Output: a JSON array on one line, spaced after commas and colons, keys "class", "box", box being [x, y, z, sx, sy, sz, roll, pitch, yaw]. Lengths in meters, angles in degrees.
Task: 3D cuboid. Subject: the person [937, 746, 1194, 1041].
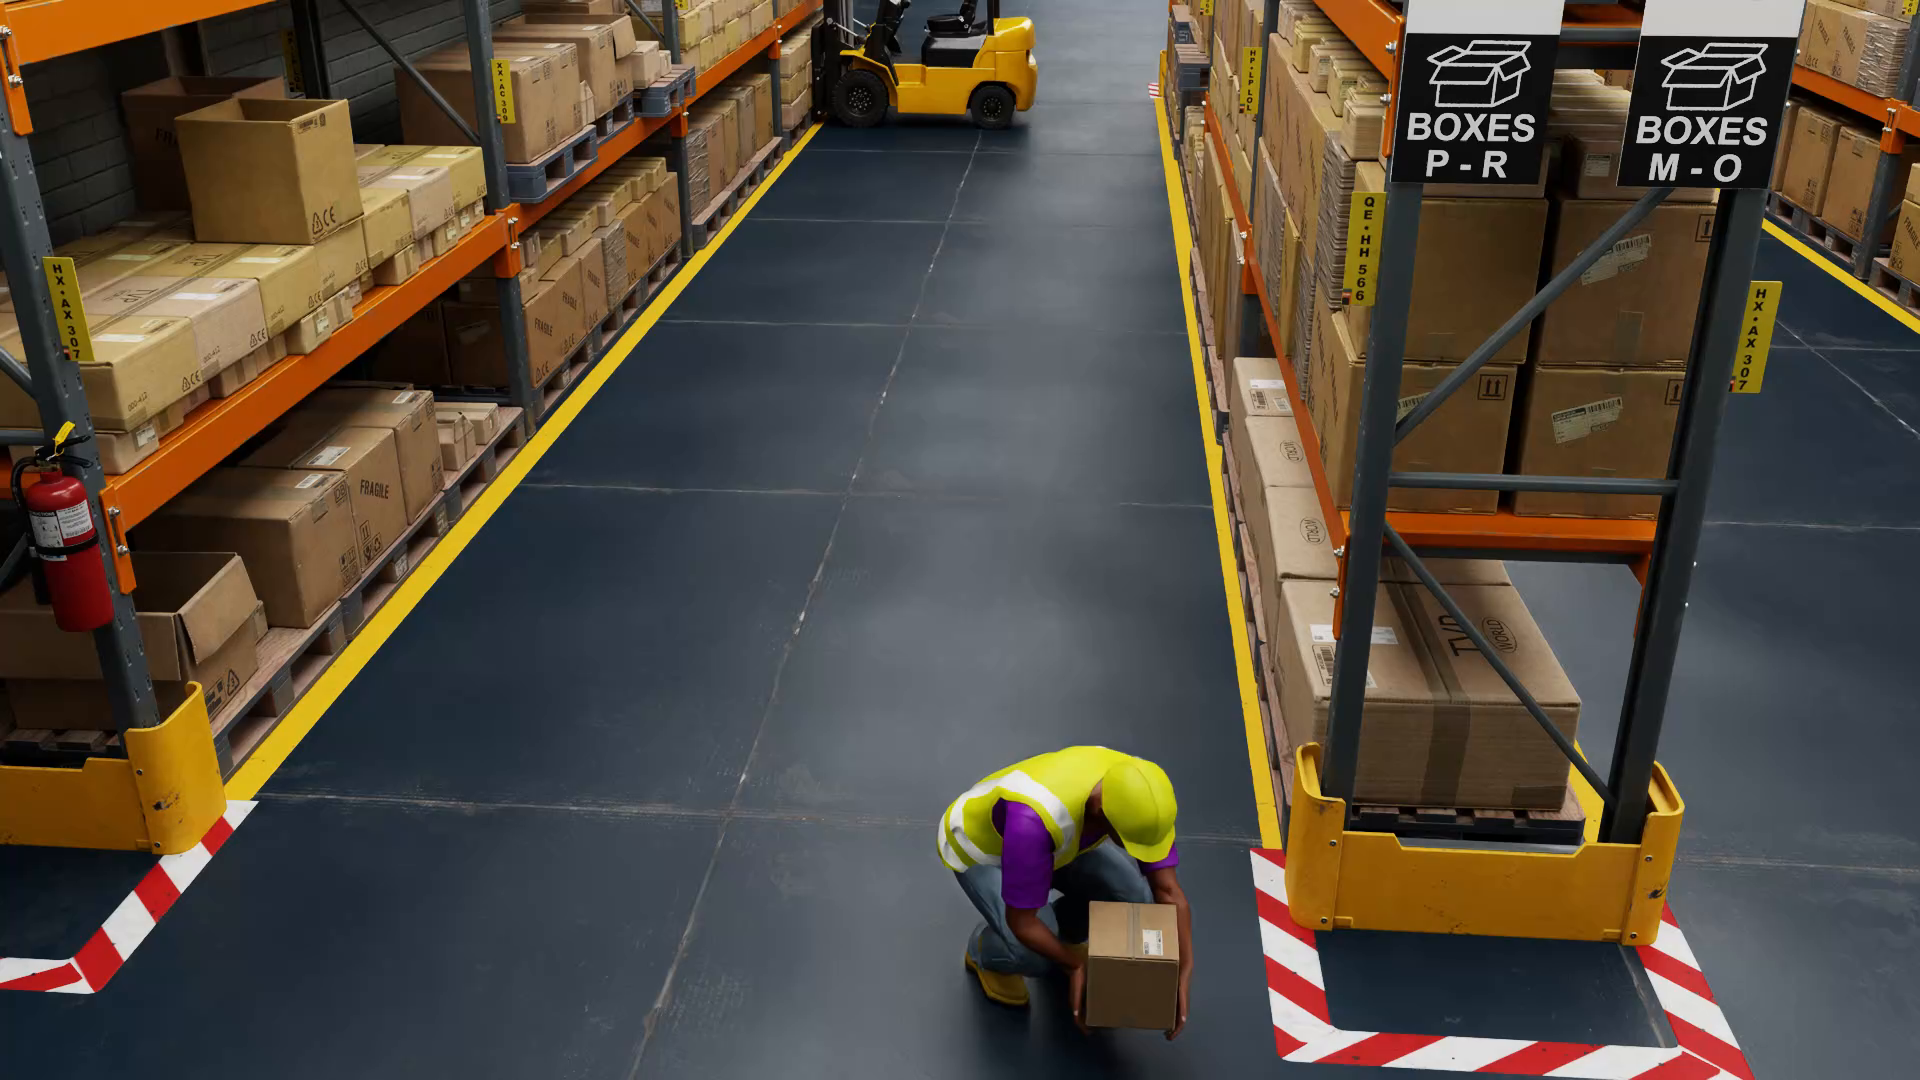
[{"class": "person", "box": [0.336, 0.971, 4.921, 0.574, 0.959, 0.958, -15, 28, -29]}]
